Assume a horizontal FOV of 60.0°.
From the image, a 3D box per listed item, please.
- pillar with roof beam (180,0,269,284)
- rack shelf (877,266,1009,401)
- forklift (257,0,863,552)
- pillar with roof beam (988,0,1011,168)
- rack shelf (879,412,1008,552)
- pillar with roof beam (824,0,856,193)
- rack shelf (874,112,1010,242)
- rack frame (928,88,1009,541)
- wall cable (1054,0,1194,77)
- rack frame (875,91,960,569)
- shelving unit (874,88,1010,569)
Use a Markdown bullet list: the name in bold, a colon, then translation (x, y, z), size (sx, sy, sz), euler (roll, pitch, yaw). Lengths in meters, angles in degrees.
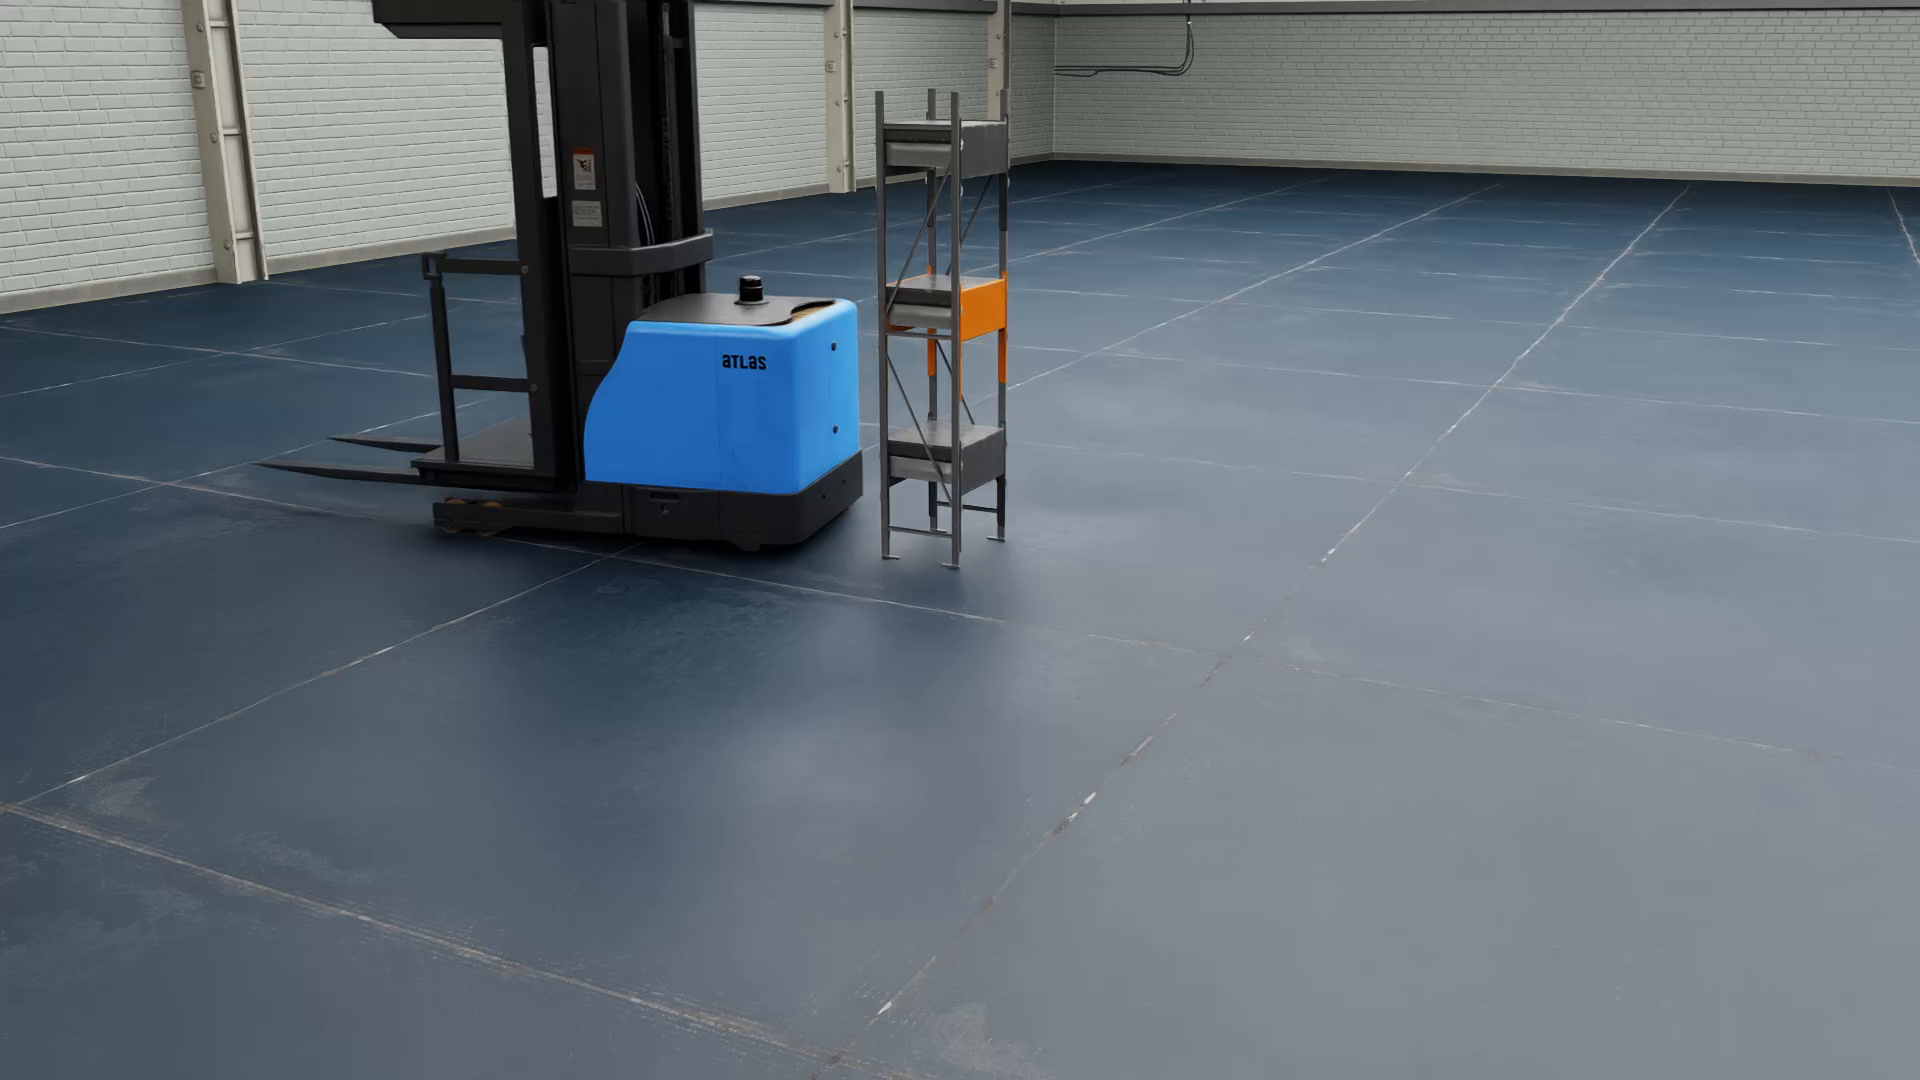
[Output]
- **pillar with roof beam**: translation (-3.440, -6.402, 13.775), size (9.100, 9.000, 0.400), euler (8, 18, 25)
- **rack shelf**: translation (-0.074, -0.951, 7.587), size (0.431, 0.518, 0.480), euler (8, 18, 25)
- **forklift**: translation (-2.075, -1.562, 8.137), size (3.031, 2.935, 1.130), euler (4, 17, 15)
- **pillar with roof beam**: translation (4.603, -10.987, 29.211), size (9.100, 9.000, 0.400), euler (8, 18, 25)
- **rack shelf**: translation (-0.074, -0.280, 7.787), size (0.431, 0.518, 0.480), euler (8, 18, 25)
- **pillar with roof beam**: translation (1.922, -9.459, 24.066), size (9.100, 9.000, 0.400), euler (8, 18, 25)
- **rack shelf**: translation (-0.074, -1.622, 7.388), size (0.431, 0.518, 0.480), euler (8, 18, 25)
- **rack frame**: translation (0.035, -1.027, 7.793), size (0.400, 2.100, 0.015), euler (8, 18, 25)
- **wall cable**: translation (3.251, -10.629, 33.458), size (3.097, 2.526, 0.112), euler (8, 18, 25)
- **rack frame**: translation (-0.183, -0.902, 7.374), size (0.400, 2.100, 0.015), euler (8, 18, 25)
- **shelving unit**: translation (-0.074, -0.964, 7.583), size (0.431, 2.100, 0.503), euler (8, 18, 25)
